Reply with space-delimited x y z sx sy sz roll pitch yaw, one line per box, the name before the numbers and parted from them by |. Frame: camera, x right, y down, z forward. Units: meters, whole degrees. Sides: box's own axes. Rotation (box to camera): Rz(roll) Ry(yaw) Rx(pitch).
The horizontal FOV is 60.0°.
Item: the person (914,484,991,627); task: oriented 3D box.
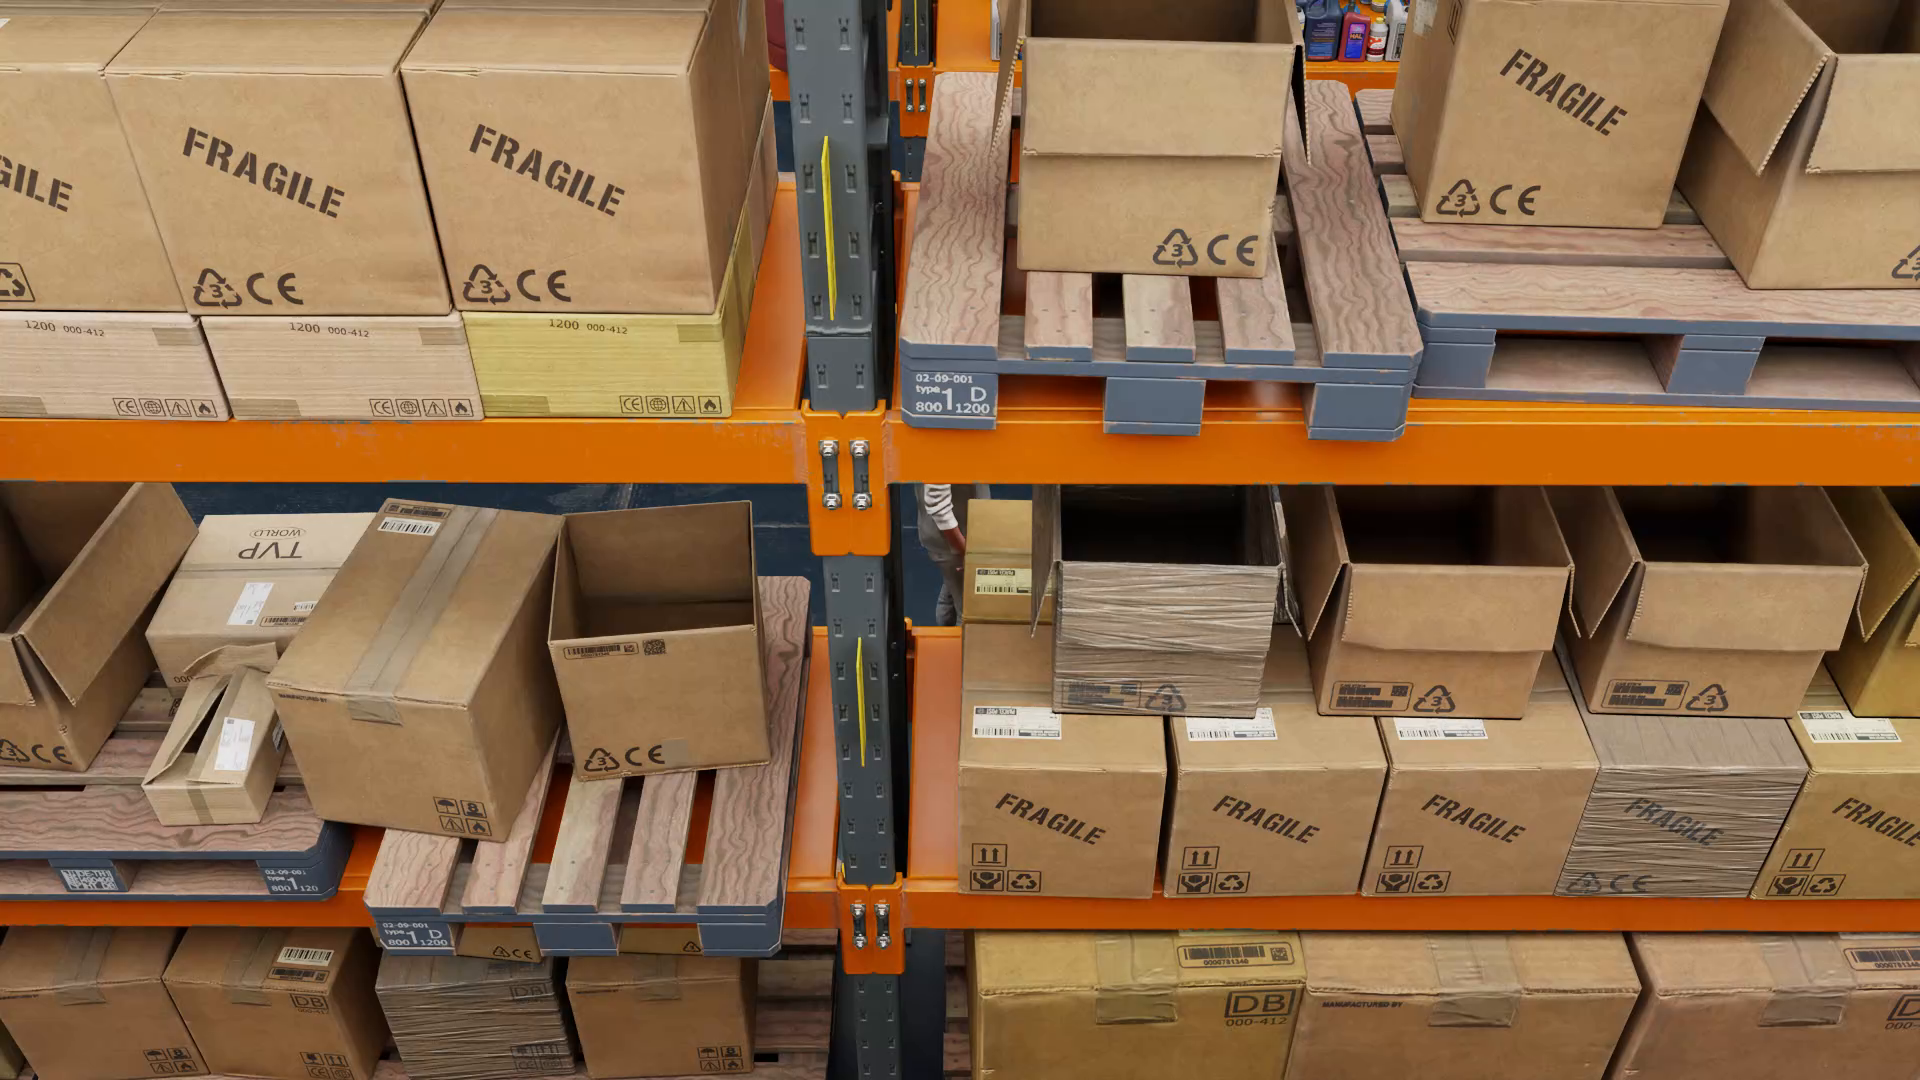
person | 0.062 -0.030 6.202 0.475 1.574 0.520 0 40 0
